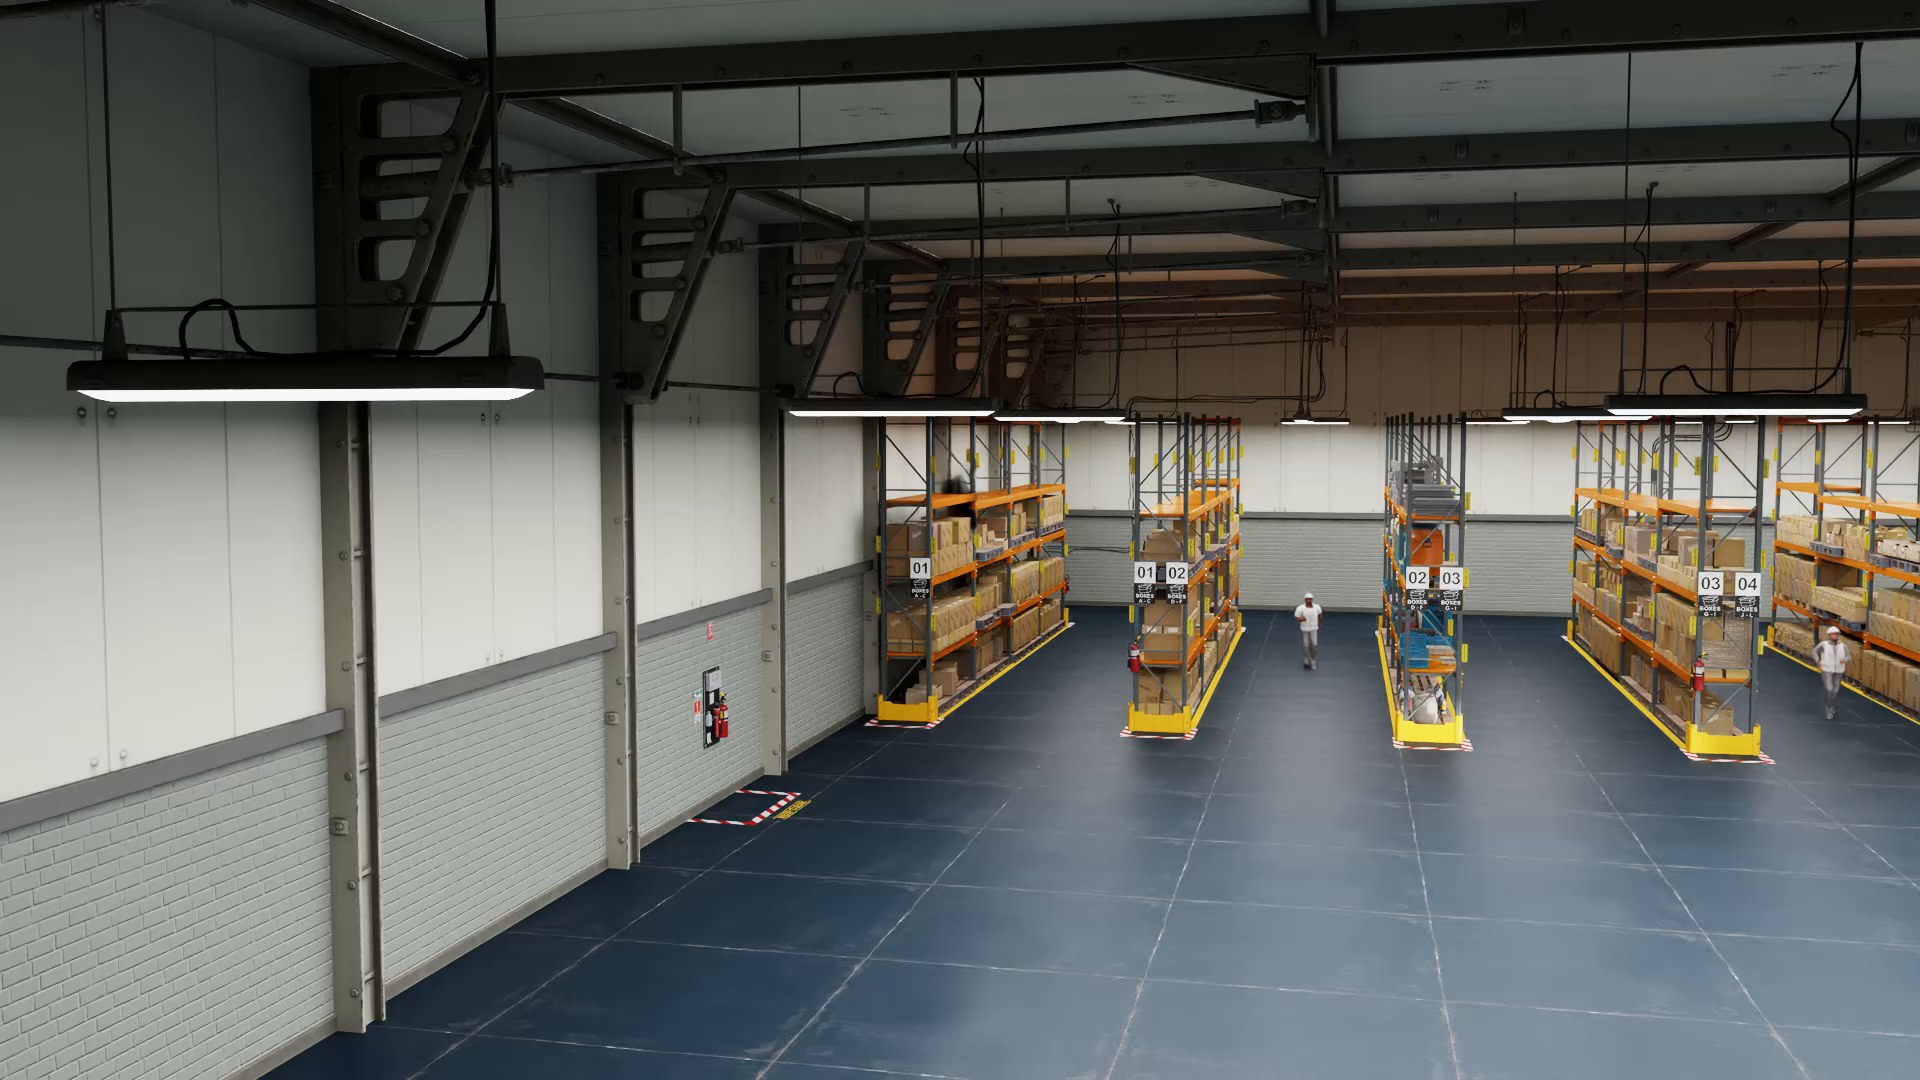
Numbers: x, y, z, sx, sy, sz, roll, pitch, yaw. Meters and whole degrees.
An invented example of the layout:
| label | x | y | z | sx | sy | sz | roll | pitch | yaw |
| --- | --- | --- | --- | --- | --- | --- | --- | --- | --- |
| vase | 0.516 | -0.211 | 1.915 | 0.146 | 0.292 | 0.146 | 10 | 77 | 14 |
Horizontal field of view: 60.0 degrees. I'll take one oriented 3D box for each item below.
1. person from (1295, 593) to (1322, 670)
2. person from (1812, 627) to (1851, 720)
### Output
| label | x | y | z | sx | sy | sz | roll | pitch | yaw |
| --- | --- | --- | --- | --- | --- | --- | --- | --- | --- |
| person | 8.292 | 2.171 | 39.546 | 0.676 | 1.830 | 0.782 | 0 | 4 | 5 |
| person | 17.235 | 2.618 | 32.860 | 0.661 | 1.823 | 0.726 | 1 | 4 | 10 |
